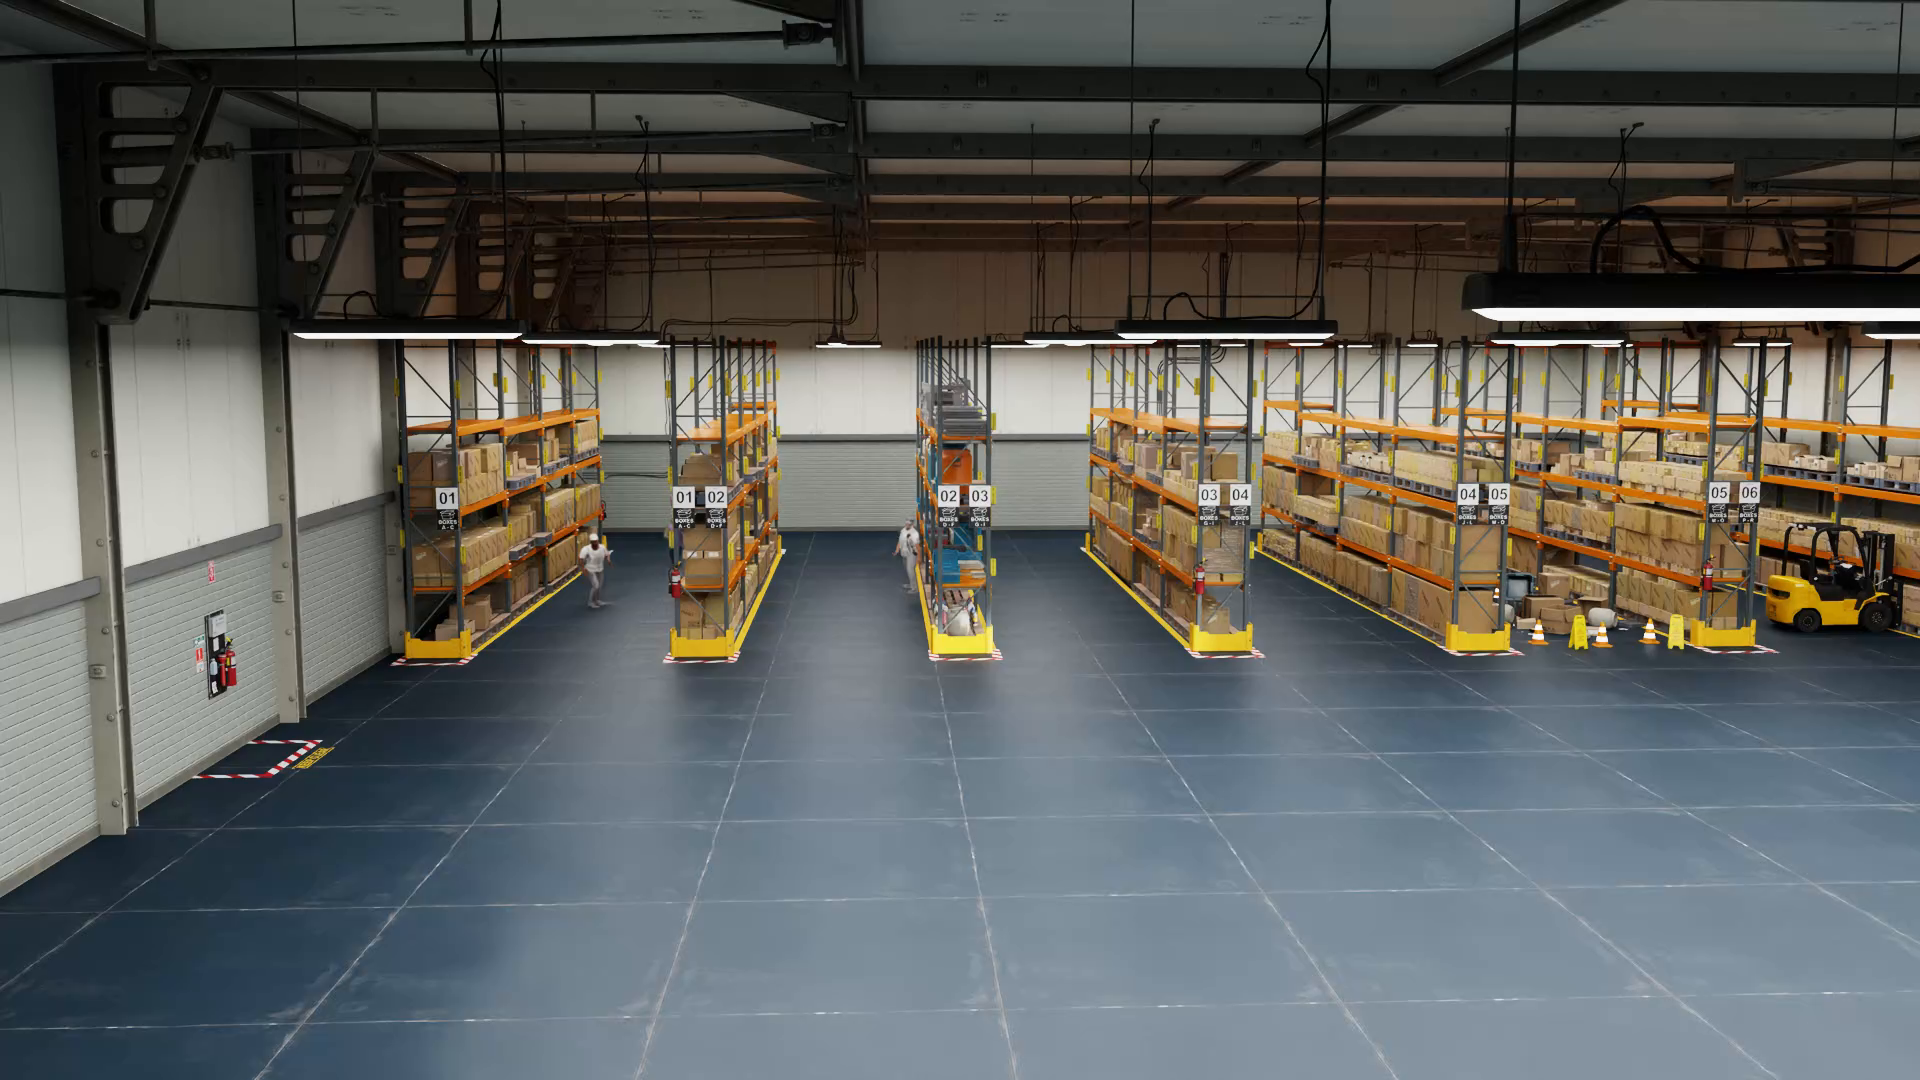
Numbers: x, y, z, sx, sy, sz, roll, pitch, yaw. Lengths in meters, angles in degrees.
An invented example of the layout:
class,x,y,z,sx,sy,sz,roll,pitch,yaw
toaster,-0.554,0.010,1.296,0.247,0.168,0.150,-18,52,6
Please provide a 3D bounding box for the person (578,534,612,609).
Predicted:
class,x,y,z,sx,sy,sz,roll,pitch,yaw
person,-8.112,0.687,37.143,0.801,1.697,0.710,5,8,38

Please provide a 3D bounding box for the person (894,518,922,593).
class,x,y,z,sx,sy,sz,roll,pitch,yaw
person,-1.146,0.318,37.653,0.732,1.694,0.842,-5,8,-40

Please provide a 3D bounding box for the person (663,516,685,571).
class,x,y,z,sx,sy,sz,roll,pitch,yaw
person,-7.150,0.176,41.653,0.510,1.609,0.842,0,6,-3
